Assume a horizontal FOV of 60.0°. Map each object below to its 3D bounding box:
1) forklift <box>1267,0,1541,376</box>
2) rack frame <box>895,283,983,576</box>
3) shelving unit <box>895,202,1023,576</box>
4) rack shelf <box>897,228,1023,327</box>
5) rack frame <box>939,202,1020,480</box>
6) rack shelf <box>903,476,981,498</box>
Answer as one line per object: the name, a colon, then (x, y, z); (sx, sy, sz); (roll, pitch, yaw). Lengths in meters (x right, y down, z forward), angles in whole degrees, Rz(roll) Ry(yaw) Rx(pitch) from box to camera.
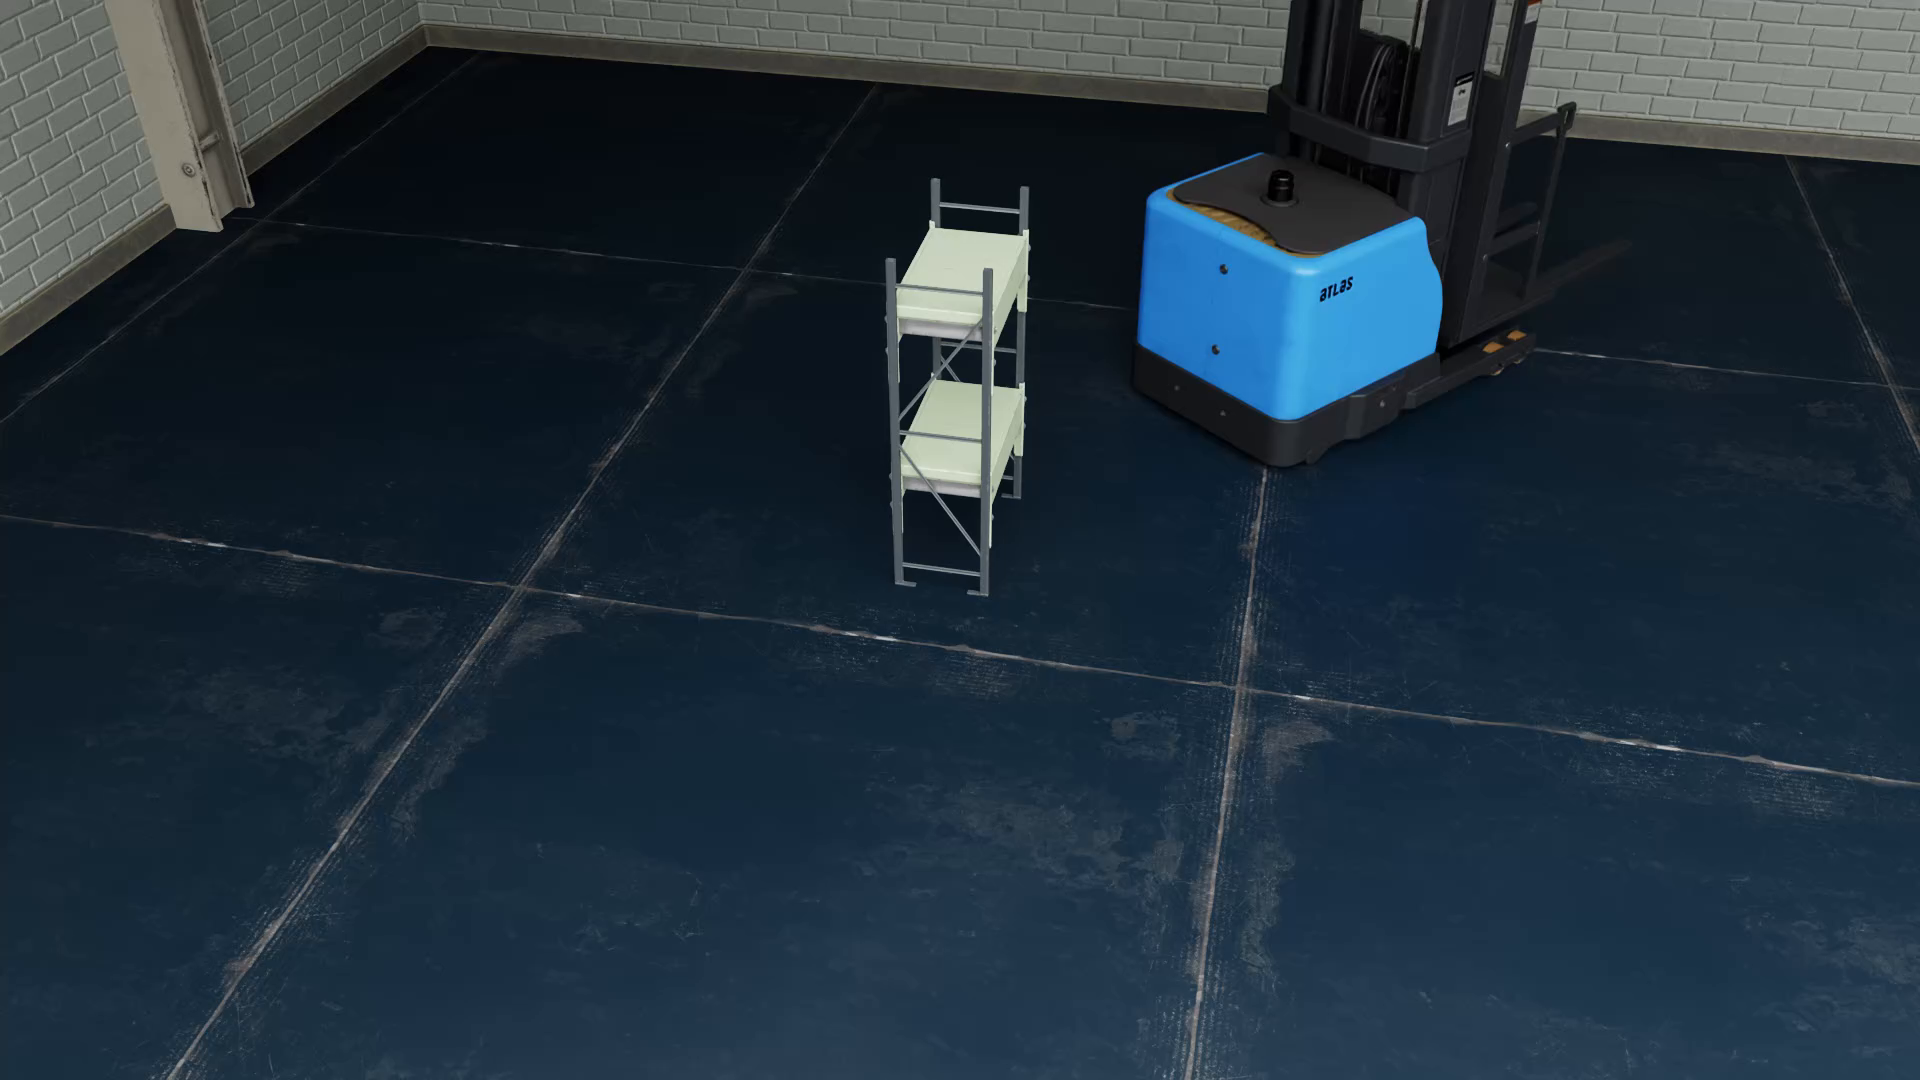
forklift: (2.311, -2.228, 7.827); (3.031, 2.935, 1.109); (-25, 43, -31)
rack frame: (-0.078, -0.401, 6.526); (0.380, 1.308, 0.010); (7, 37, 10)
shelving unit: (0.000, -0.611, 6.815); (0.380, 1.308, 0.742); (7, 37, 10)
rack shelf: (0.001, -1.035, 6.508); (0.368, 0.052, 0.686); (7, 37, 10)
rack frame: (0.078, -0.821, 7.105); (0.380, 1.308, 0.010); (7, 37, 10)
rack shelf: (0.001, -0.405, 6.964); (0.332, 0.071, 0.664); (7, 37, 10)
